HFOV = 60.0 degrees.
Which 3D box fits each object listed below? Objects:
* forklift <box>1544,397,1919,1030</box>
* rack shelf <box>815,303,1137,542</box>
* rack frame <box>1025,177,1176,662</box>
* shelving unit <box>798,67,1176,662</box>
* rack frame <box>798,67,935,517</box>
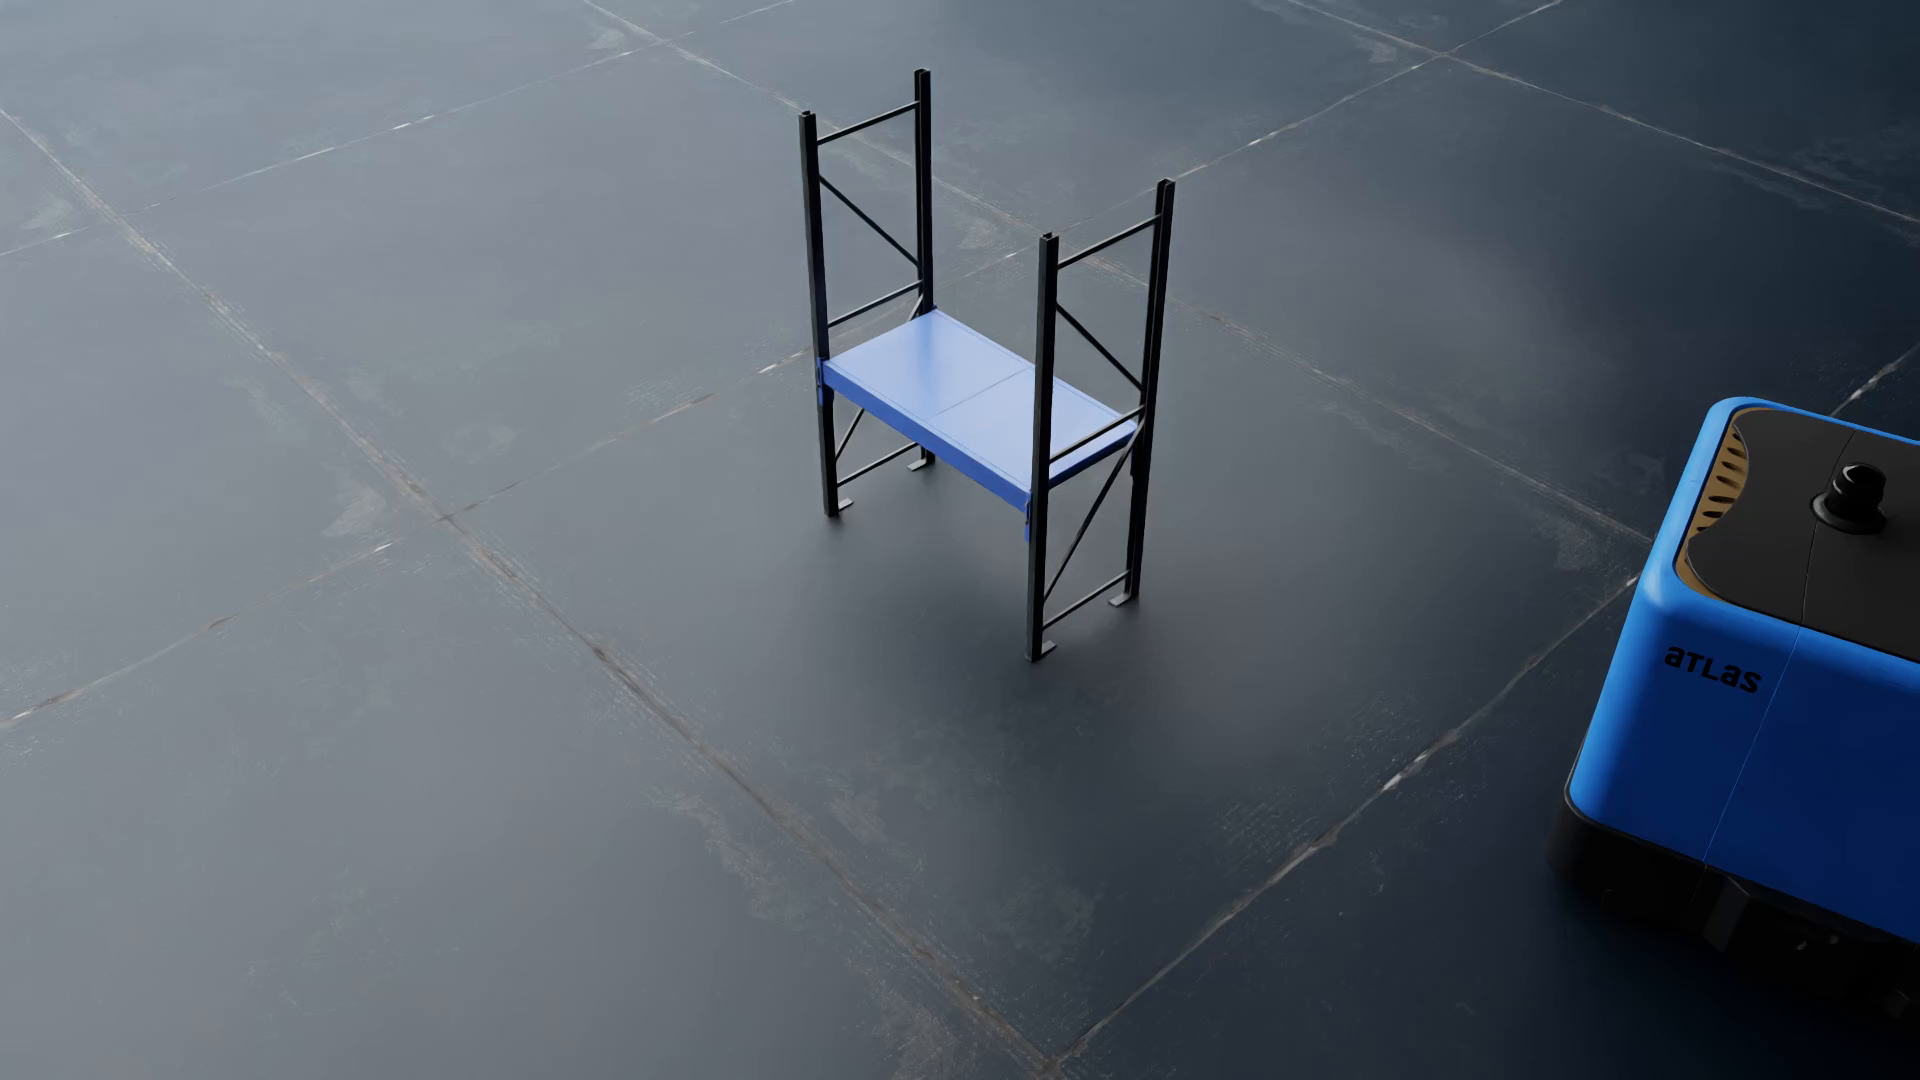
[{"bbox_3d":[3.137,0.008,3.408,3.031,2.935,1.130,20,43,23],"label":"forklift"},{"bbox_3d":[0.058,-0.404,5.343,0.538,0.185,1.000,-30,48,-32],"label":"rack shelf"},{"bbox_3d":[0.402,-0.309,4.939,0.500,1.500,0.032,-30,48,-32],"label":"rack frame"},{"bbox_3d":[0.058,-0.544,5.230,0.538,1.500,1.048,-30,48,-32],"label":"shelving unit"},{"bbox_3d":[-0.286,-0.779,5.521,0.500,1.500,0.032,-30,48,-32],"label":"rack frame"}]
